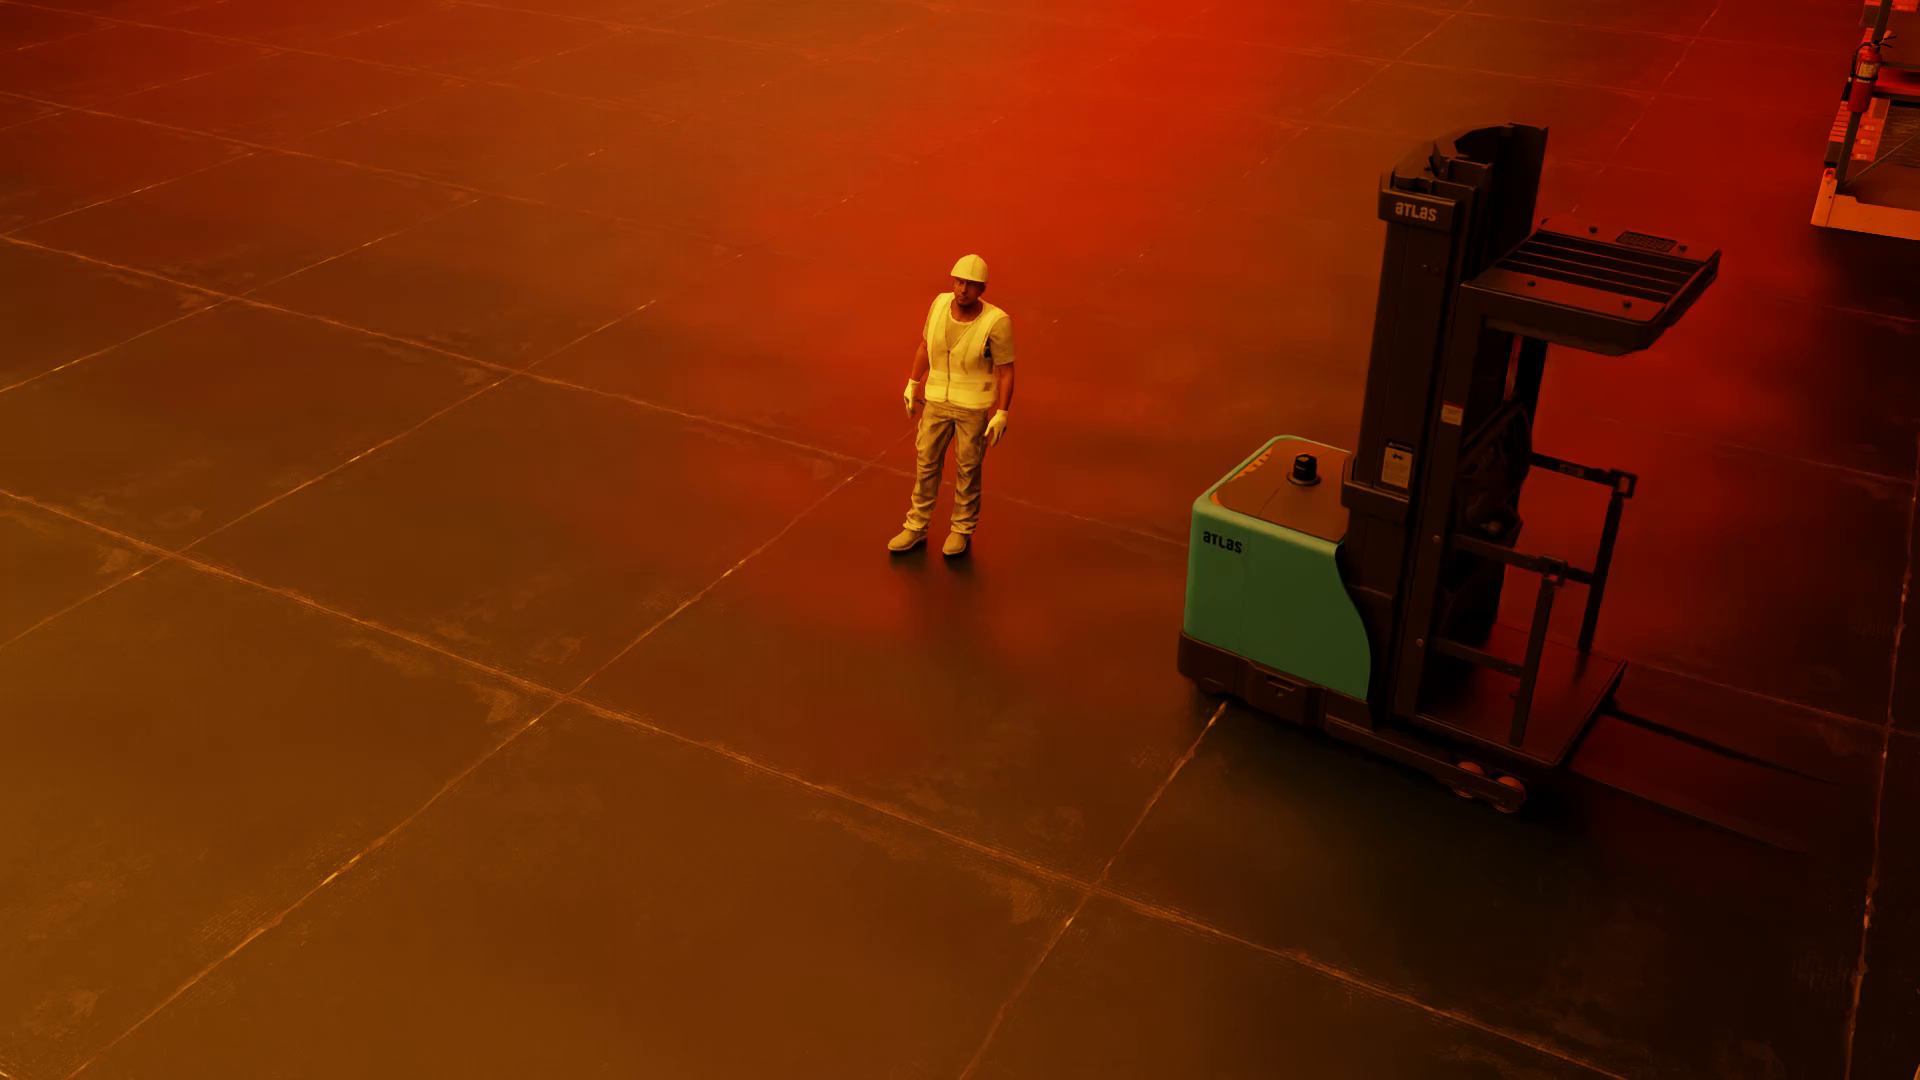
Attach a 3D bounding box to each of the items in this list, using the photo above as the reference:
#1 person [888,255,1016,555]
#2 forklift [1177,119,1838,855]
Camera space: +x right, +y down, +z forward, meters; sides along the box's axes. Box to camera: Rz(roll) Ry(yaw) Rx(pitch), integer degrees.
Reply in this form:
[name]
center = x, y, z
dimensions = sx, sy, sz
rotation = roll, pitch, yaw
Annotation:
[person]
center = -0.042, -0.749, 9.503
dimensions = 0.656, 1.781, 0.577
rotation = 15, 33, 25
[forklift]
center = 2.628, -0.294, 7.581
dimensions = 3.031, 2.935, 1.130
rotation = 20, 35, 30
